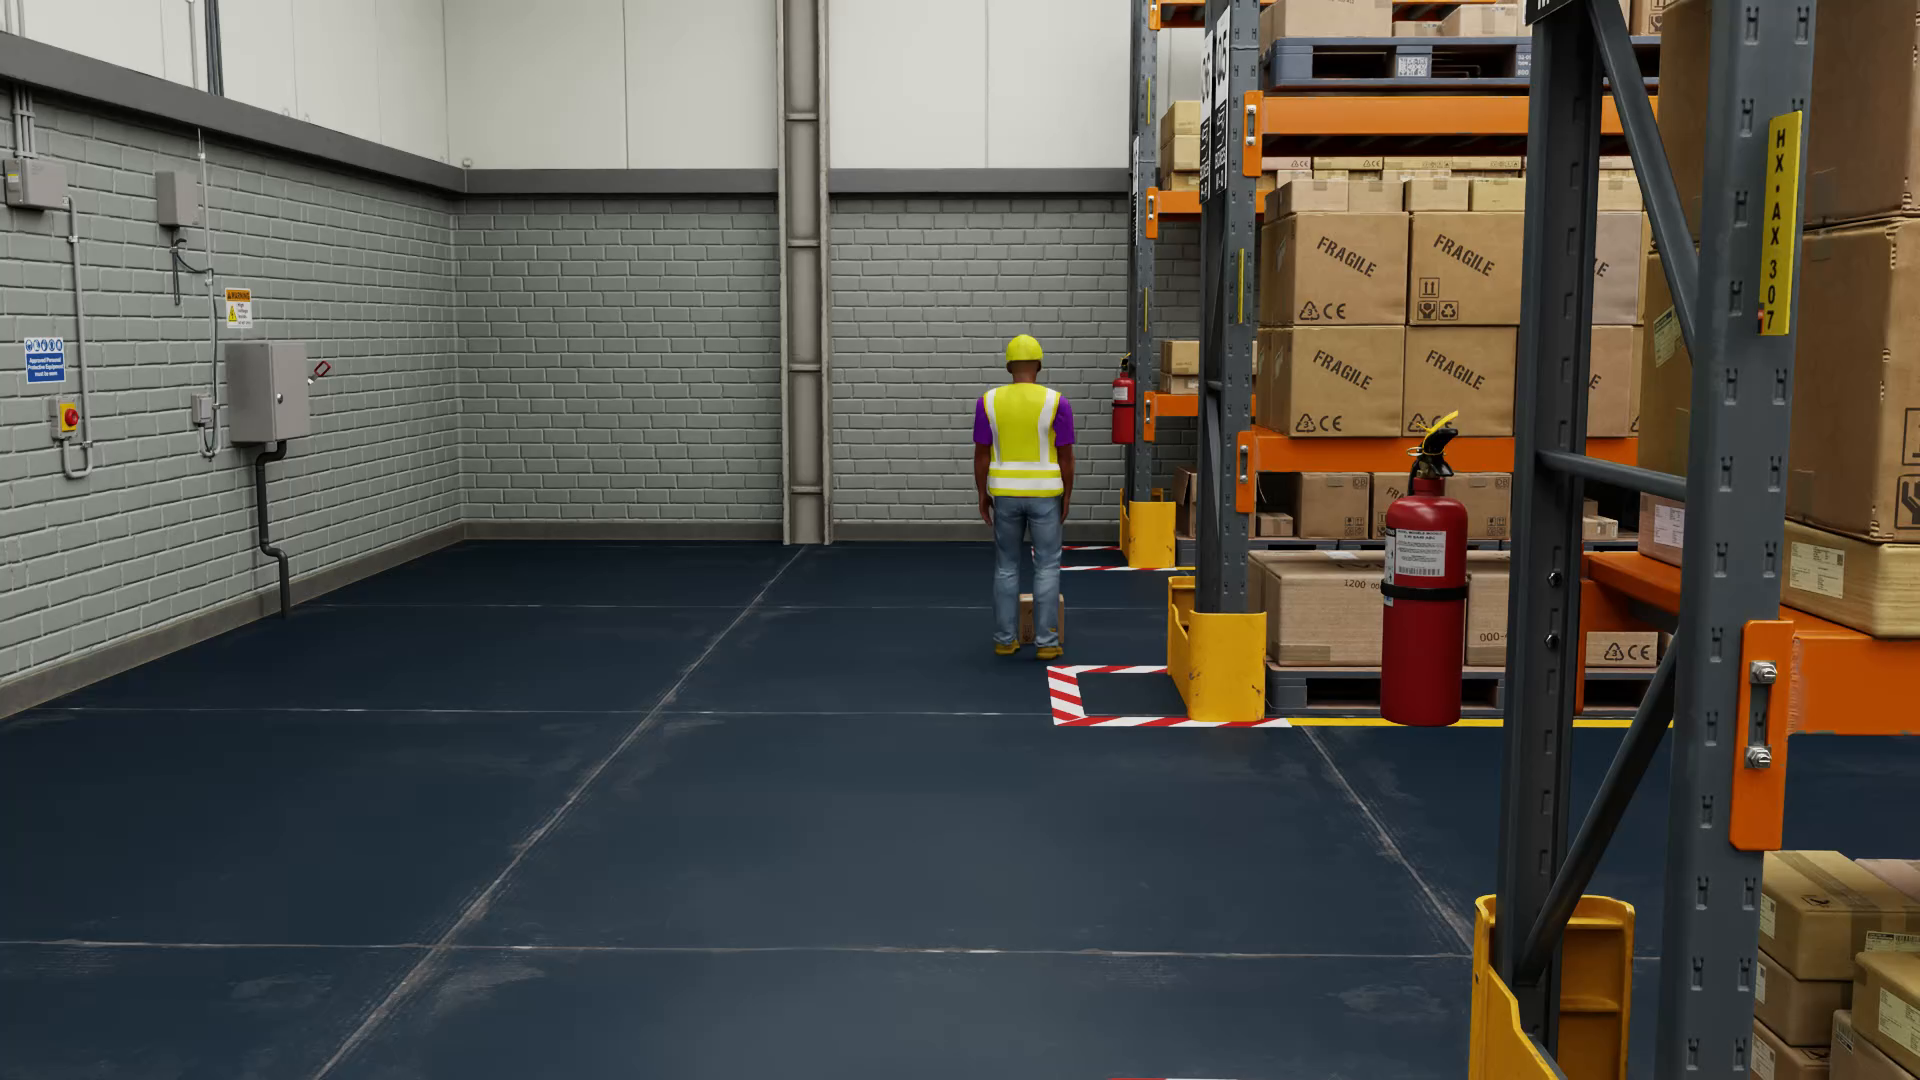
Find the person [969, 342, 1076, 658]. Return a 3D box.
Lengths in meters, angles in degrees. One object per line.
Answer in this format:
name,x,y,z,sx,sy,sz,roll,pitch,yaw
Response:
person,0.349,-0.221,9.149,0.591,1.716,0.453,2,7,14
